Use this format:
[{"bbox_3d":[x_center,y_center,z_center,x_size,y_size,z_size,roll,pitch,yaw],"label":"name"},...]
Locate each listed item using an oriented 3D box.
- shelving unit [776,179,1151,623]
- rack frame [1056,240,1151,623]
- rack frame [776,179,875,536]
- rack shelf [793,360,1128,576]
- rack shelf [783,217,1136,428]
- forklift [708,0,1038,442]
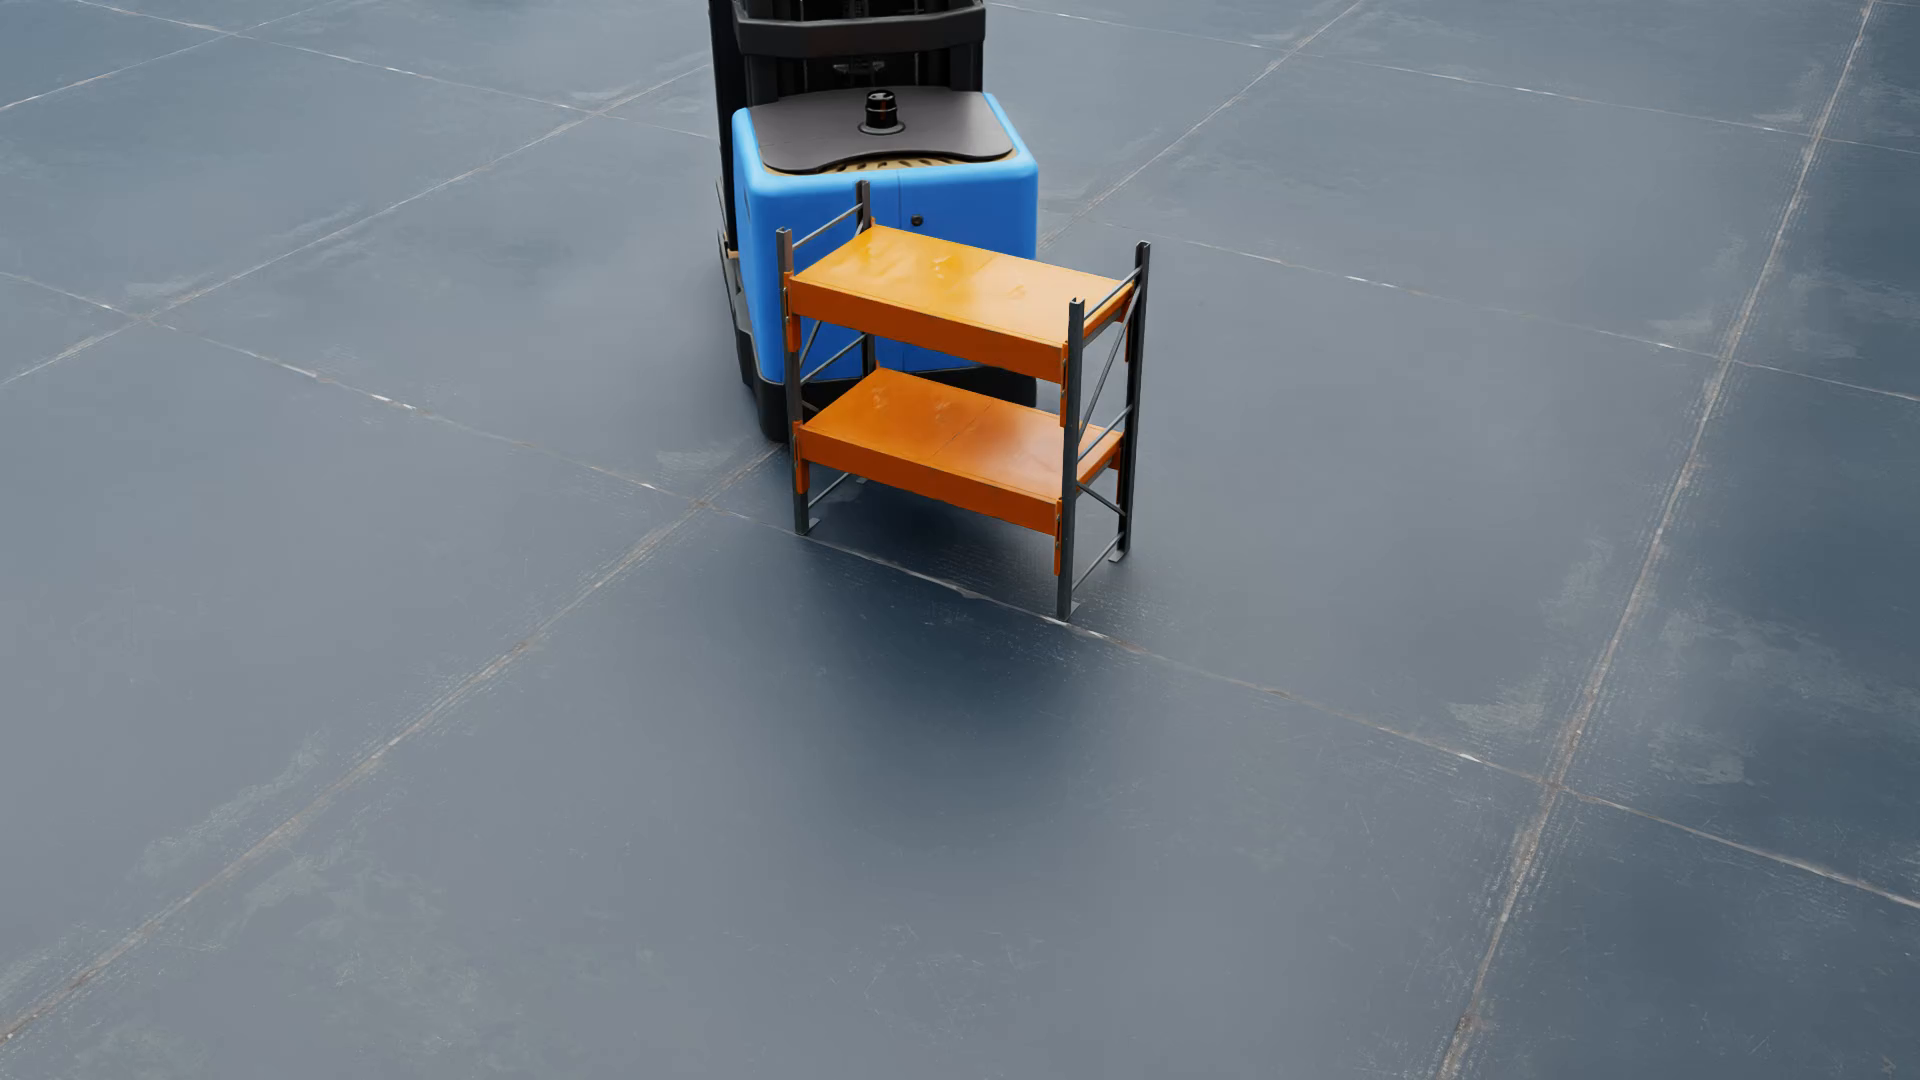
[{"bbox_3d":[0.006,-0.466,5.435,1.048,1.125,0.538,18,37,24],"label":"shelving unit"},{"bbox_3d":[0.447,-0.327,5.225,0.032,1.125,0.500,18,37,24],"label":"rack frame"},{"bbox_3d":[-0.435,-0.606,5.645,0.032,1.125,0.500,18,37,24],"label":"rack frame"},{"bbox_3d":[0.006,-0.263,5.571,1.000,0.278,0.538,18,37,24],"label":"rack shelf"},{"bbox_3d":[0.006,-0.710,5.273,1.000,0.278,0.538,18,37,24],"label":"rack shelf"},{"bbox_3d":[-0.497,-2.392,6.698,1.130,2.935,3.031,-6,34,-9],"label":"forklift"}]
